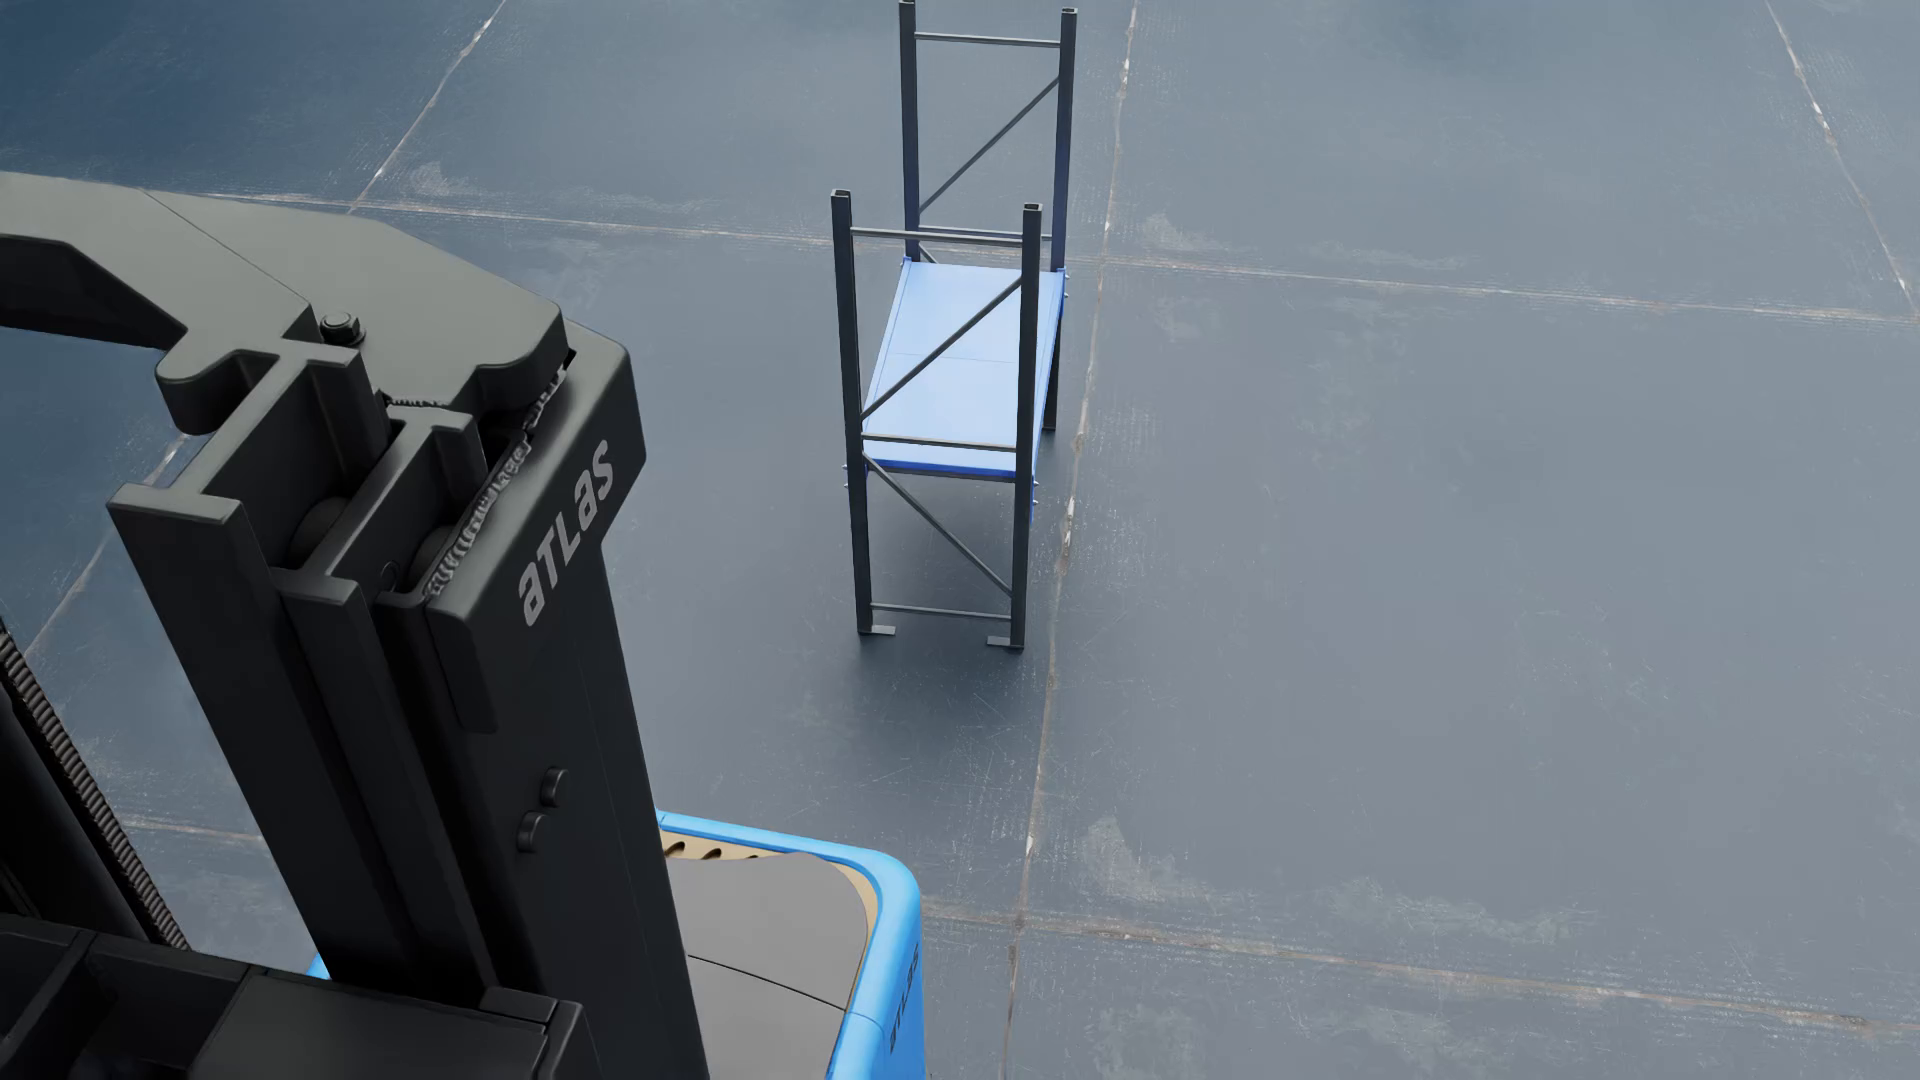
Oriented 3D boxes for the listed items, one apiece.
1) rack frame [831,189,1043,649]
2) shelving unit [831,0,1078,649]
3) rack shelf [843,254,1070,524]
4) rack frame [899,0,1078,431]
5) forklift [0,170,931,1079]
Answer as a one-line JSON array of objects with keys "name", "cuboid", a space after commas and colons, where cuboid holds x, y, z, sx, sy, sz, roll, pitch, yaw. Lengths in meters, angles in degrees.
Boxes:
[{"name": "rack frame", "cuboid": [-0.056, -0.256, 4.430, 0.500, 1.500, 0.032, 5, 44, 6]}, {"name": "shelving unit", "cuboid": [0.011, -0.603, 4.796, 0.538, 1.500, 1.048, 5, 44, 6]}, {"name": "rack shelf", "cuboid": [0.011, -0.472, 4.919, 0.538, 0.185, 1.000, 5, 44, 6]}, {"name": "rack frame", "cuboid": [0.078, -0.949, 5.162, 0.500, 1.500, 0.032, 5, 44, 6]}, {"name": "forklift", "cuboid": [-0.880, 1.221, 1.829, 1.130, 2.935, 3.031, 9, 44, 9]}]
